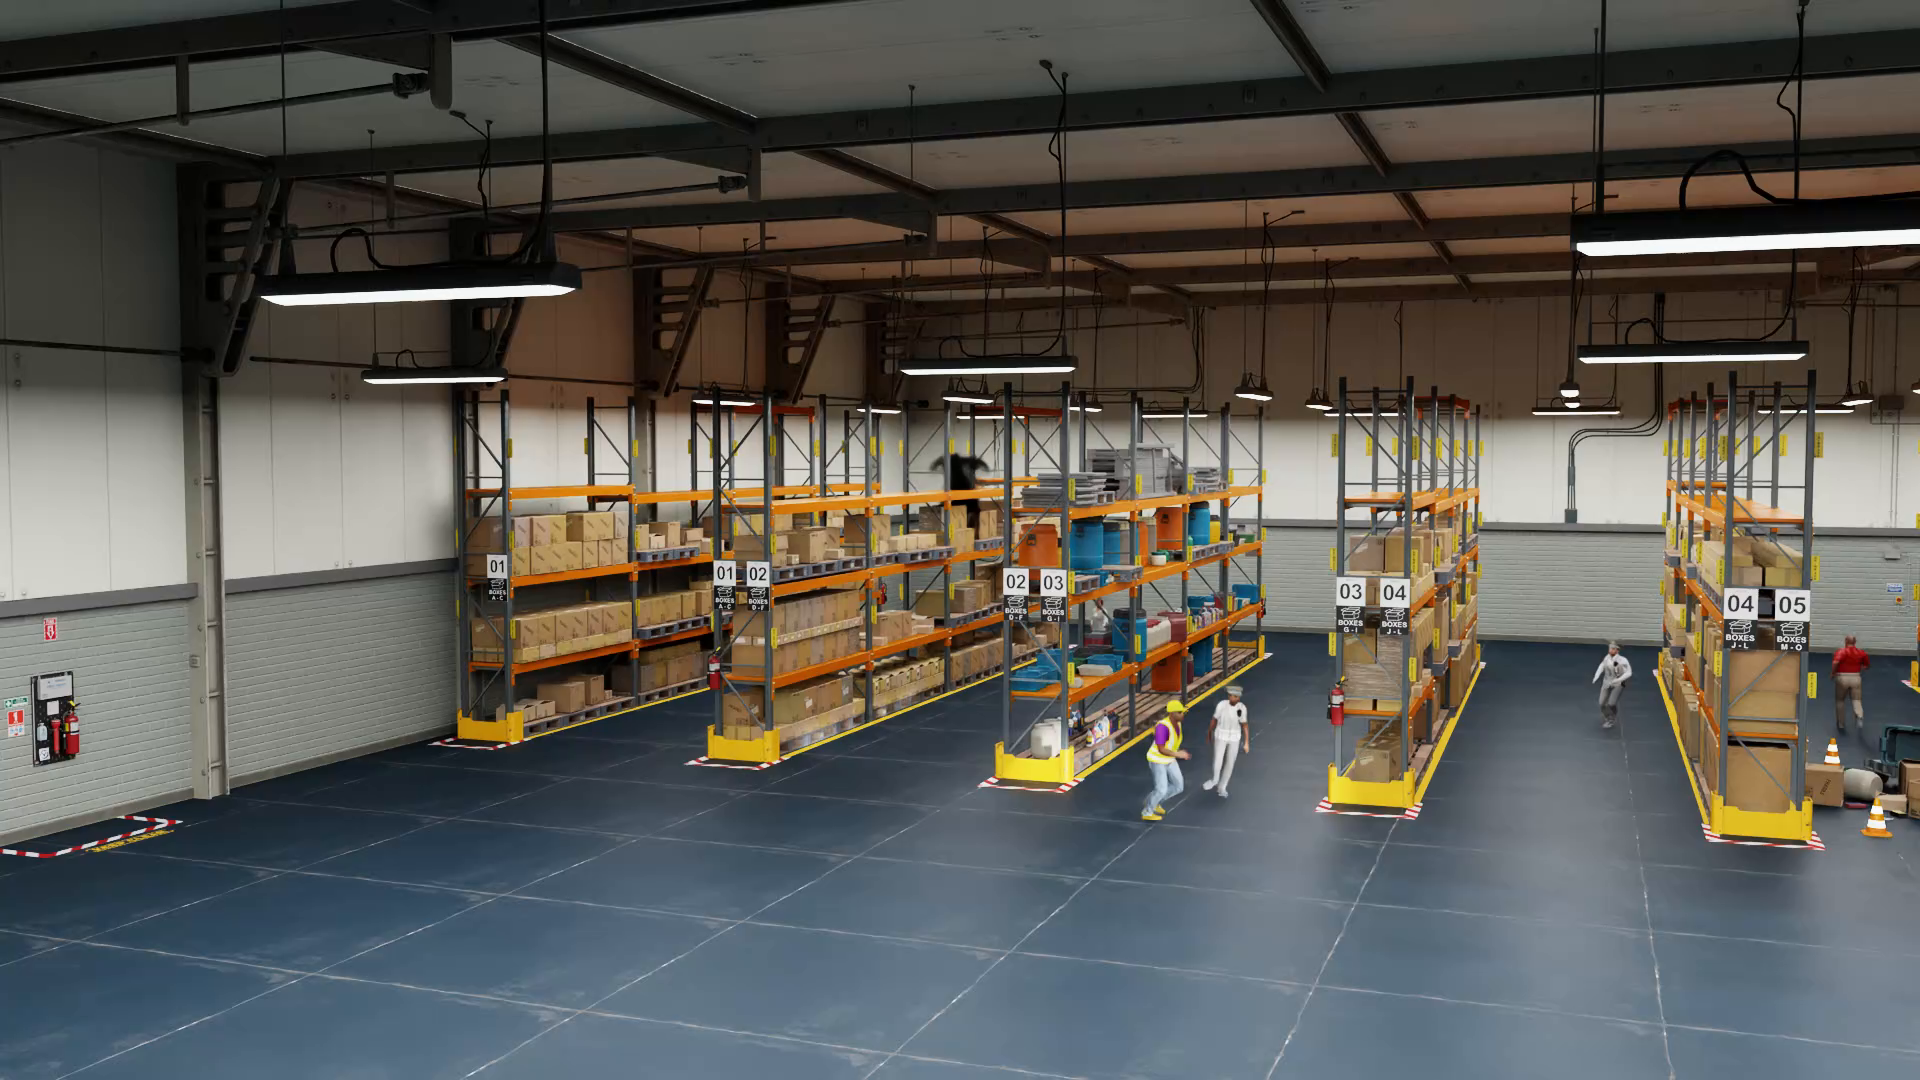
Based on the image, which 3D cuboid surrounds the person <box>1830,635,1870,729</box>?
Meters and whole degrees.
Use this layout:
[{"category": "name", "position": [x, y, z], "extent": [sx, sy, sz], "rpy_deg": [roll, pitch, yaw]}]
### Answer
[{"category": "person", "position": [15.746, 2.519, 29.438], "extent": [0.660, 1.695, 0.926], "rpy_deg": [1, 3, 15]}]

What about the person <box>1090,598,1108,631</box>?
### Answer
[{"category": "person", "position": [3.119, 2.114, 38.235], "extent": [0.651, 1.569, 0.572], "rpy_deg": [2, 4, 37]}]

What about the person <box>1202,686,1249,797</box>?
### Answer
[{"category": "person", "position": [3.818, 2.891, 23.883], "extent": [0.612, 1.645, 0.555], "rpy_deg": [0, 3, -4]}]

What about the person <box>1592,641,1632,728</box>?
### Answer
[{"category": "person", "position": [11.718, 2.586, 29.803], "extent": [0.504, 1.602, 0.679], "rpy_deg": [-3, 4, -44]}]

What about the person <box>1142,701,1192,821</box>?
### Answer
[{"category": "person", "position": [2.780, 2.952, 22.221], "extent": [0.782, 1.655, 0.709], "rpy_deg": [2, 4, 37]}]
